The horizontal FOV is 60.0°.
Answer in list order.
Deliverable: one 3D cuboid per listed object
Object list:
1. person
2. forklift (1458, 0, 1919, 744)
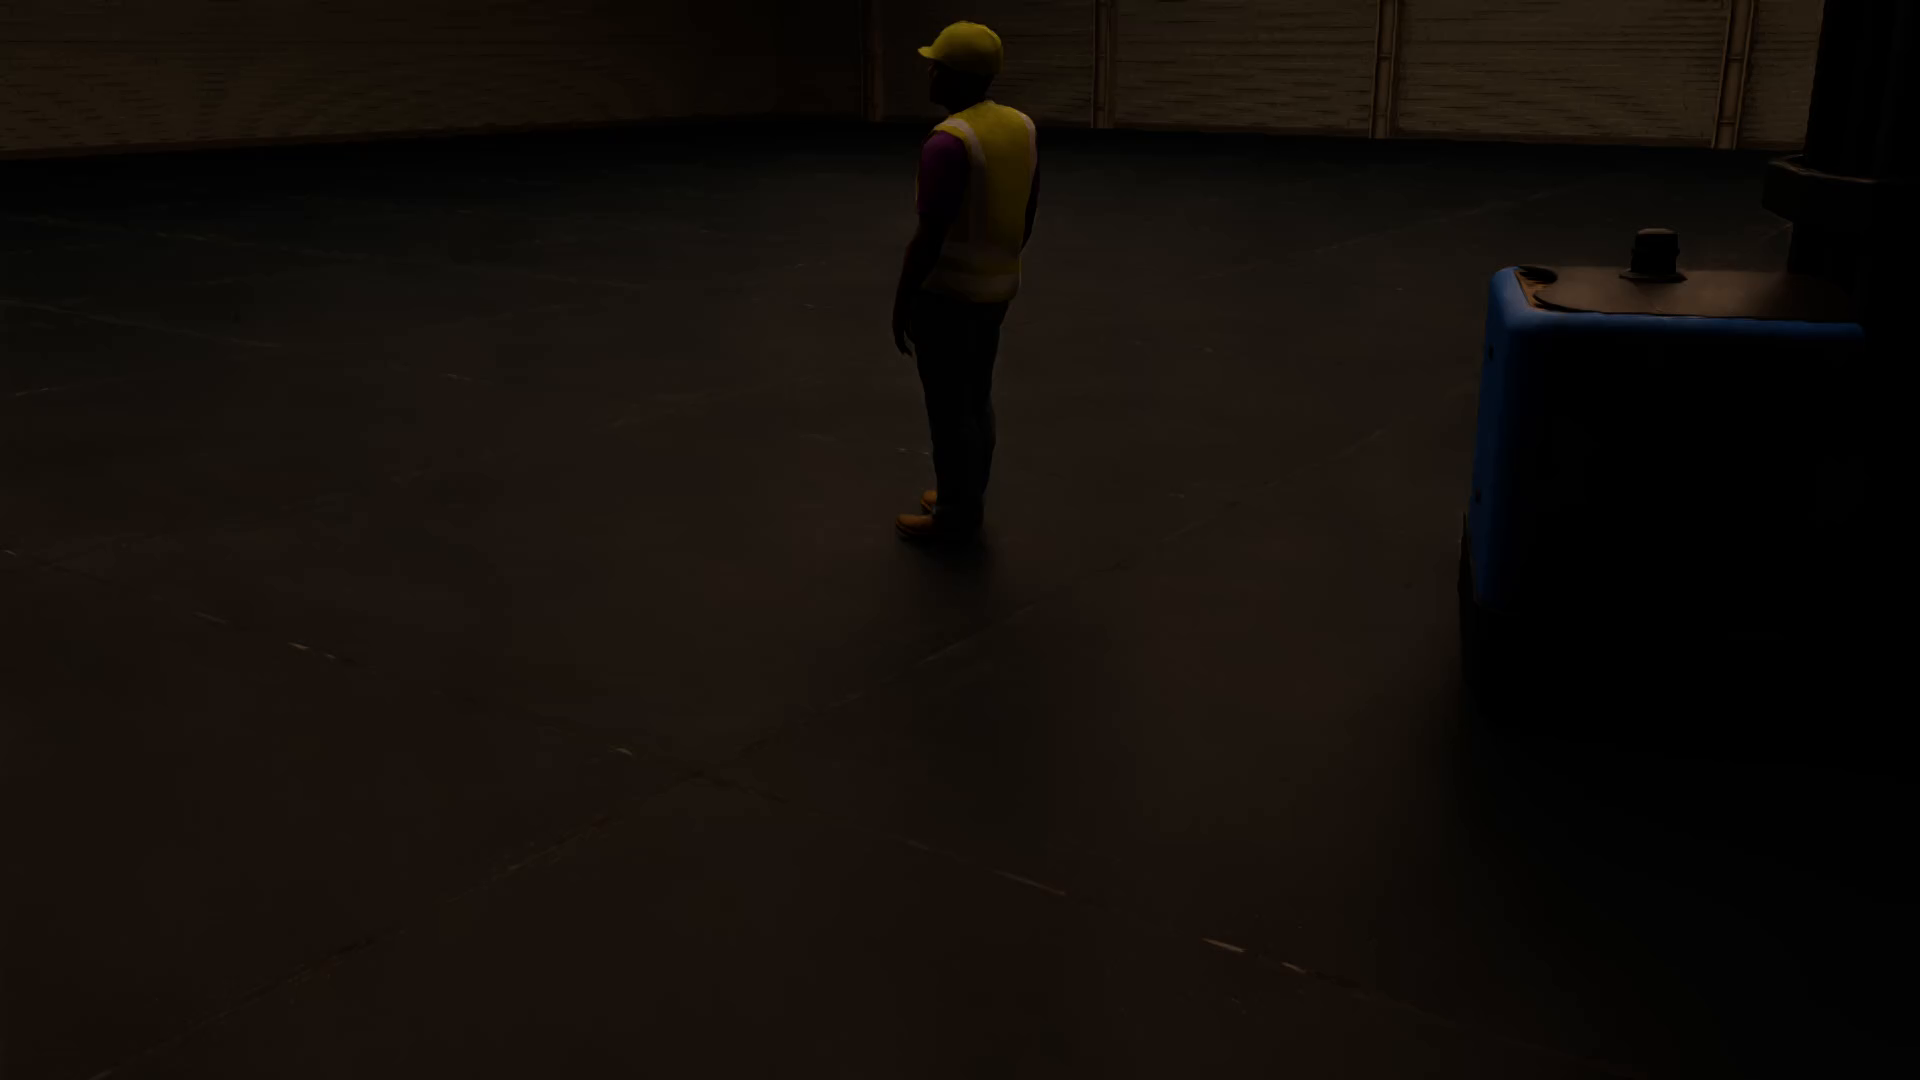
[{"bbox_3d":[-0.054,-0.866,5.735,0.576,1.766,0.665,11,20,33],"label":"person"},{"bbox_3d":[2.917,-0.960,4.042,3.031,2.935,1.130,4,17,14],"label":"forklift"}]
